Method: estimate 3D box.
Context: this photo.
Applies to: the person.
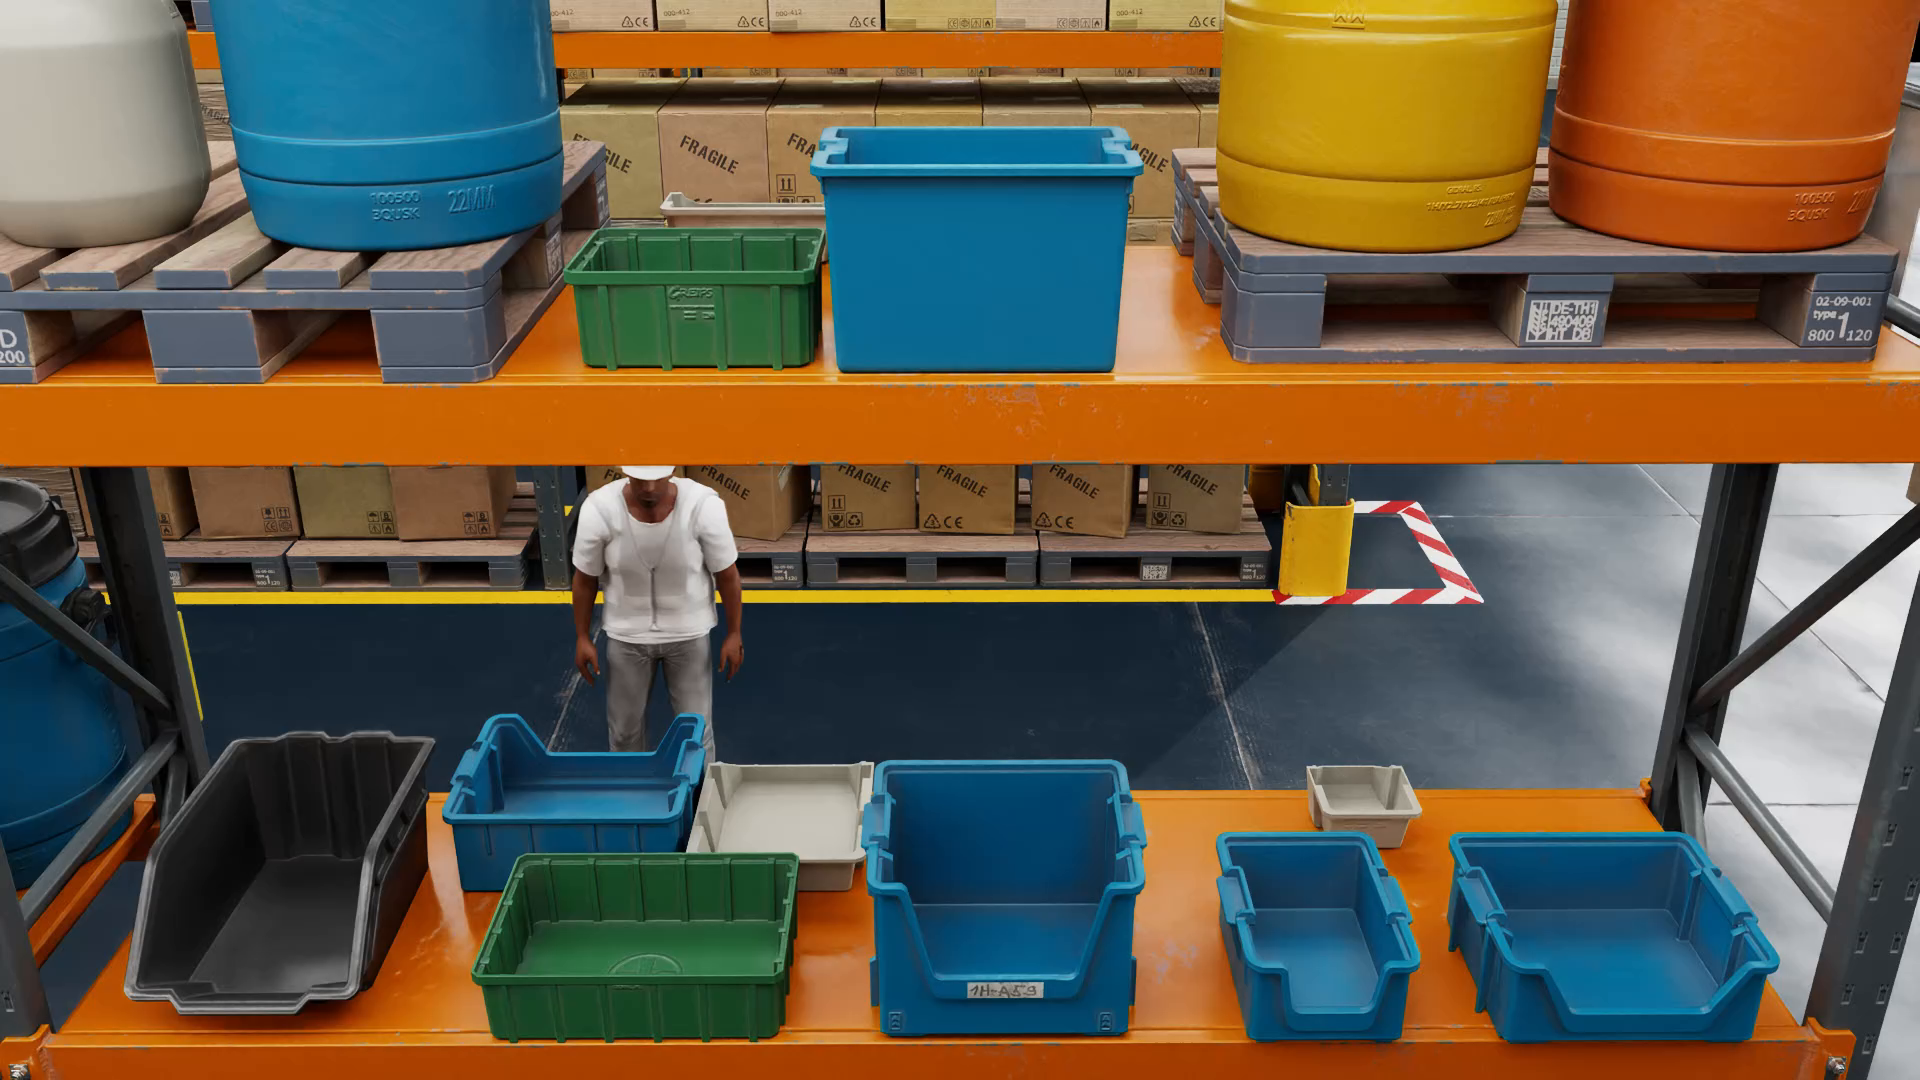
[{"bbox_3d":[-1.132,0.368,6.253,0.633,1.759,0.462,-2,24,-4],"label":"person"}]
